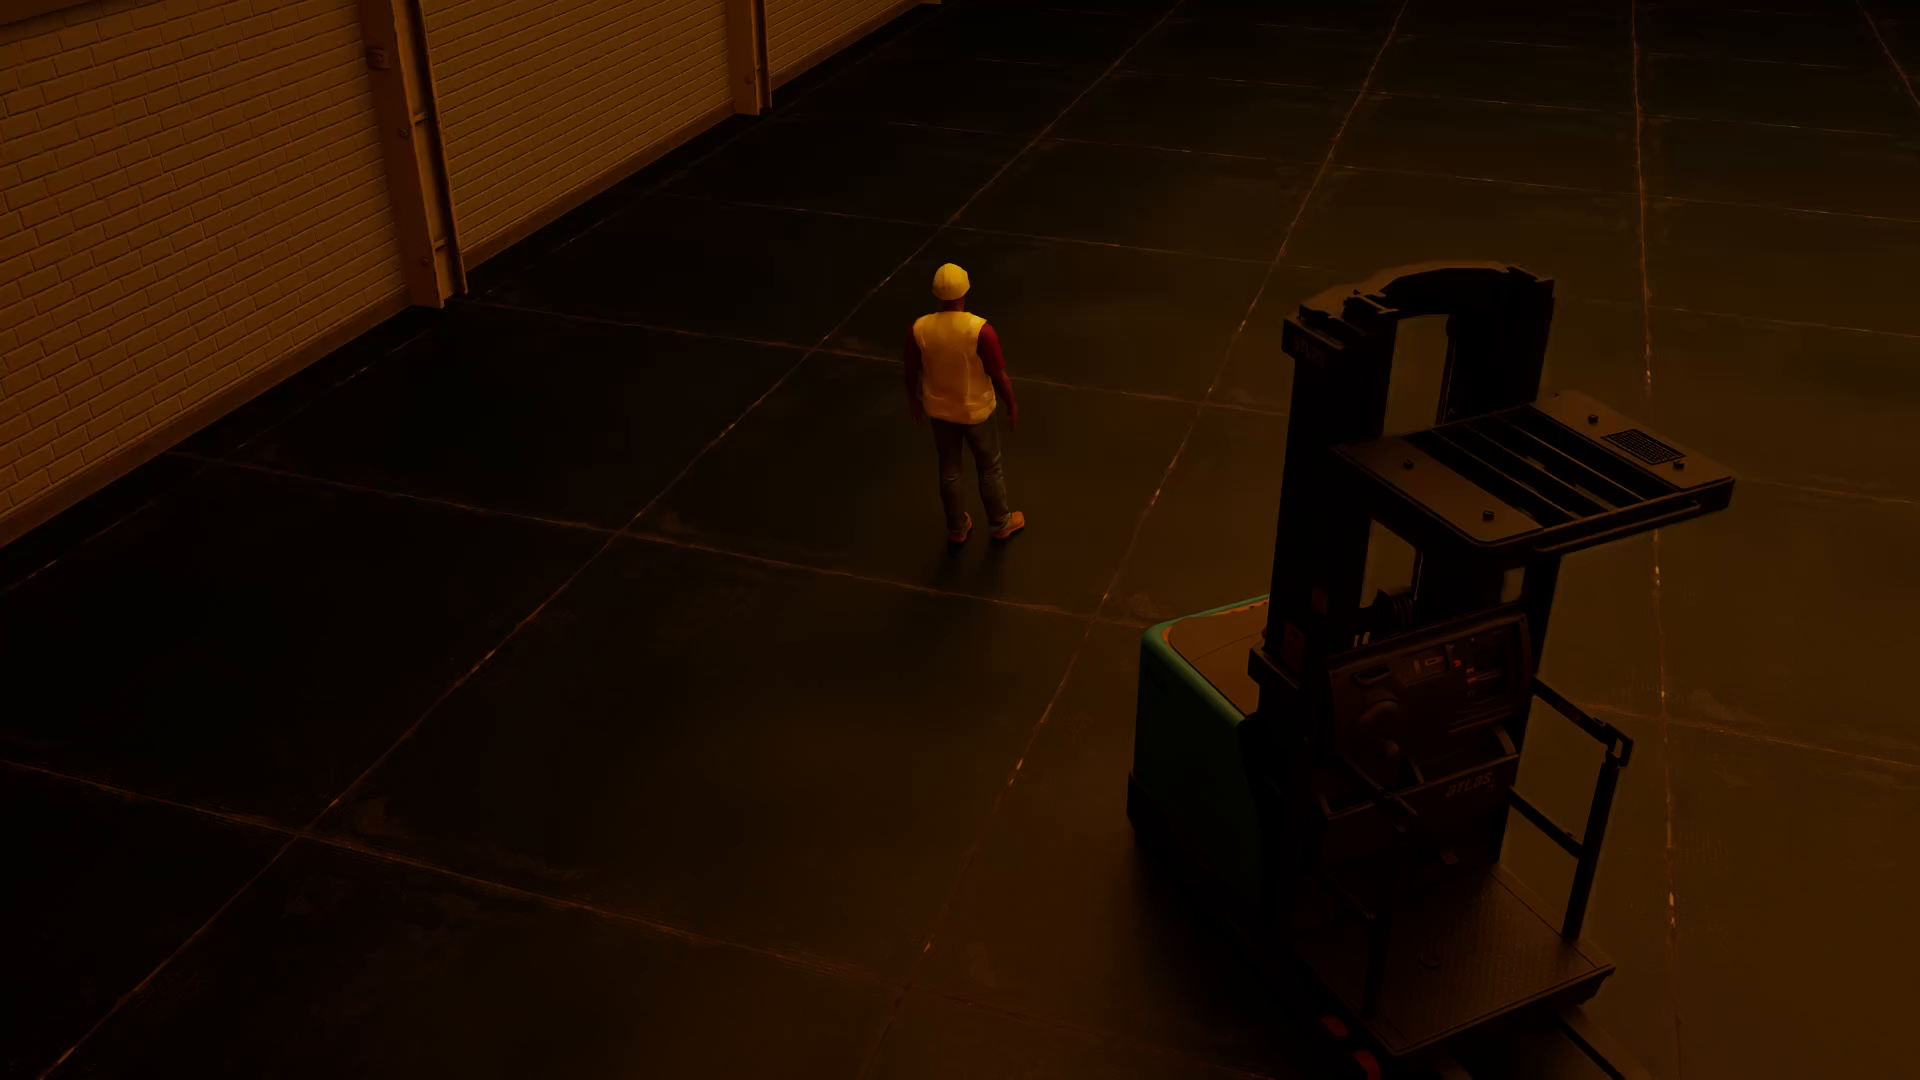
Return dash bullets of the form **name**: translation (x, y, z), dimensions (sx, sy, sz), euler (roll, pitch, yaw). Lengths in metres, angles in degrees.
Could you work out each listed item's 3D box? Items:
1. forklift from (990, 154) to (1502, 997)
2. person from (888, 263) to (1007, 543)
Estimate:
- **forklift**: translation (1.251, -0.040, 7.206), dimensions (1.130, 2.935, 3.031), euler (-13, 32, -22)
- **person**: translation (-0.056, -0.779, 9.733), dimensions (0.715, 1.730, 0.423), euler (-11, 31, -18)
